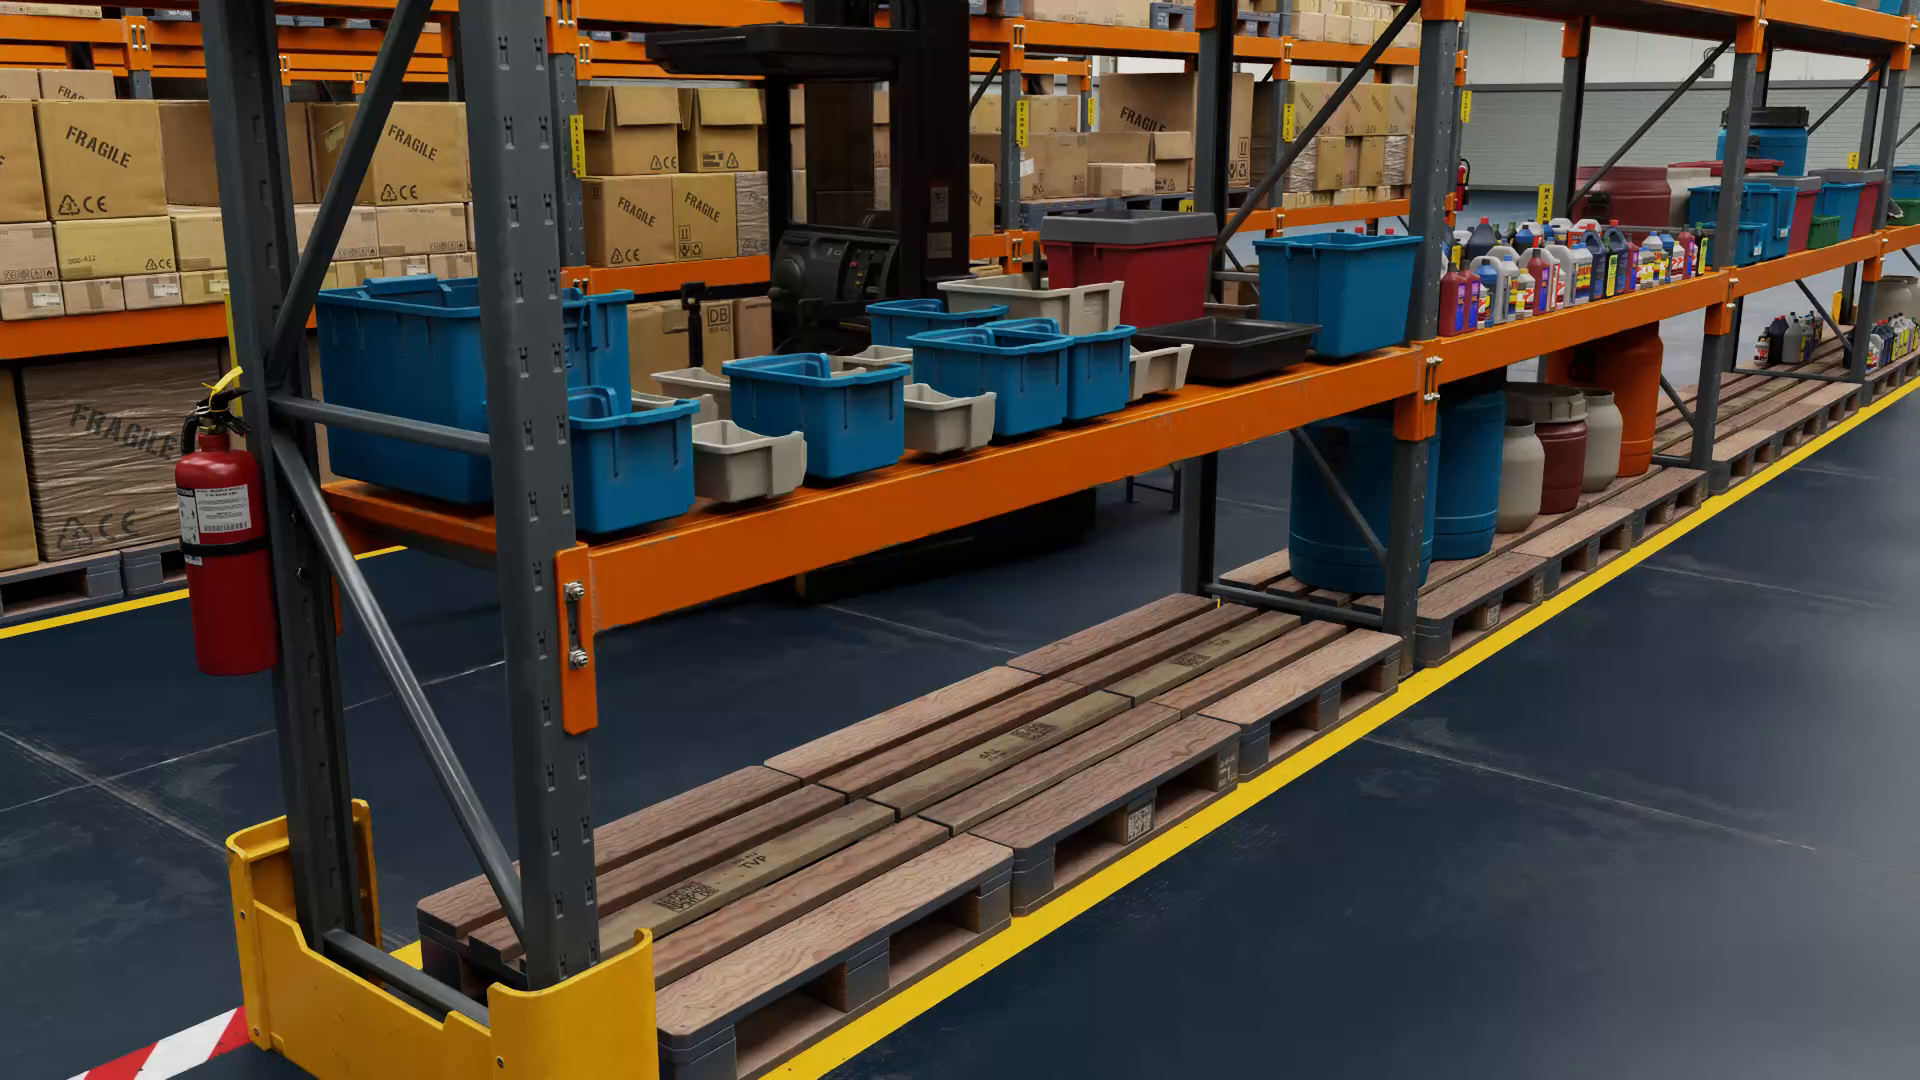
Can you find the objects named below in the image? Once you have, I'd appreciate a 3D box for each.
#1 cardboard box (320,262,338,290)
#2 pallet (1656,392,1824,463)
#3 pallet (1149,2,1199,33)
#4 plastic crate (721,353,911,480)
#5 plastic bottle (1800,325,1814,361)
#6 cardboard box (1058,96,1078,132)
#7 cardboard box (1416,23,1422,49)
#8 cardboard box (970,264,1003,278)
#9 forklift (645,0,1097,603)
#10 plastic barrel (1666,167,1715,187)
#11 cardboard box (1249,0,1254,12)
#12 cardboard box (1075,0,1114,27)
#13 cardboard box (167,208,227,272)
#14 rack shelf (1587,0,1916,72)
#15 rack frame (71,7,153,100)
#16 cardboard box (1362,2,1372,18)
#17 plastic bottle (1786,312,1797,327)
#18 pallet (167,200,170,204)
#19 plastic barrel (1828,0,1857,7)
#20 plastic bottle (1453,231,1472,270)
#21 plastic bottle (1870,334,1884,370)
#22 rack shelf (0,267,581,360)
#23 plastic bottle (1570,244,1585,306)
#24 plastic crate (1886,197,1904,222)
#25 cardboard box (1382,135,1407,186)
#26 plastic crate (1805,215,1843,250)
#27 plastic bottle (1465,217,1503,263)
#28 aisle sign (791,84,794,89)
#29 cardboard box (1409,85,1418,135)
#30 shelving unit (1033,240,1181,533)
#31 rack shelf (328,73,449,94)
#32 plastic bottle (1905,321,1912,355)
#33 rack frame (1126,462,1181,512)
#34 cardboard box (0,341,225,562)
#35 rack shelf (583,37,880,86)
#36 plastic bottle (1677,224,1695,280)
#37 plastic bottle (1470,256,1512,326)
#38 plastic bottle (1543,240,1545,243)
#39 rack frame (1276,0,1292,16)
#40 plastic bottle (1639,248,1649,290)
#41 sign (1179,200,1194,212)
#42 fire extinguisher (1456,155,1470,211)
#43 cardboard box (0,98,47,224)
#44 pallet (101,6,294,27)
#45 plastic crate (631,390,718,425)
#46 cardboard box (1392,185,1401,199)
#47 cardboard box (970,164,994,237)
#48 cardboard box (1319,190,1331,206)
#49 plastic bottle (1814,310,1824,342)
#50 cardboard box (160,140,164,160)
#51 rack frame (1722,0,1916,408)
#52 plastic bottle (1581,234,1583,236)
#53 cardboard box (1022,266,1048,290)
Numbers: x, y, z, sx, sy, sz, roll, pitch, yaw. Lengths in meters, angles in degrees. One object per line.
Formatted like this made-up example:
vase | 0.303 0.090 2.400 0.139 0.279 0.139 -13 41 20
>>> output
cardboard box | -3.243 -1.279 8.075 0.380 0.149 0.250 11 18 37
pallet | 5.152 -0.779 11.260 1.003 0.211 1.213 11 18 38
pallet | 1.409 -4.350 13.943 1.213 0.211 1.003 11 18 38
plastic crate | -0.336 -0.294 3.905 0.416 0.233 0.300 11 18 38
plastic bottle | 6.814 -1.601 13.472 0.152 0.276 0.135 11 18 38
cardboard box | 0.985 -5.372 21.179 0.875 0.550 0.550 11 18 38
cardboard box | 4.626 -5.207 17.242 0.500 0.250 0.500 11 18 38
cardboard box | -0.435 -1.567 12.161 1.225 0.875 0.875 10 17 35
forklift | -0.758 -1.282 7.718 3.031 2.935 1.130 -11 18 -38
plastic barrel | 4.613 -2.120 10.651 0.421 0.512 0.421 0 14 0
cardboard box | 2.509 -4.969 15.495 0.380 0.149 0.250 12 19 39
cardboard box | 0.831 -4.052 12.693 0.500 0.250 0.500 12 18 39
cardboard box | -3.537 -1.408 7.776 0.500 0.250 0.500 11 18 36
rack shelf | 5.124 -3.244 10.668 1.077 0.370 4.000 11 18 38
rack frame | -6.293 -2.543 12.540 1.000 3.000 0.127 11 18 38
cardboard box | 3.763 -5.132 16.137 0.380 0.149 0.250 11 18 36
plastic bottle | 6.886 -1.717 13.778 0.144 0.351 0.185 11 18 37
pallet | -5.700 -2.574 13.052 1.003 0.211 1.213 11 18 38
plastic barrel | 5.409 -3.837 10.524 0.600 0.901 0.708 11 18 38
plastic bottle | 2.472 -1.397 8.282 0.152 0.276 0.135 11 18 38
plastic bottle | 7.105 -1.474 12.971 0.152 0.276 0.135 12 19 40
rack shelf | -3.756 -1.024 8.024 1.077 0.370 4.000 11 18 38
plastic bottle | 2.763 -1.196 7.502 0.097 0.271 0.097 0 14 0
plastic crate | 6.809 -2.572 12.781 0.767 0.338 0.504 11 18 38
cardboard box | 4.107 -3.942 17.242 0.875 0.500 0.500 11 18 38
plastic crate | 5.506 -2.042 10.998 0.450 0.188 0.662 11 18 38
plastic bottle | 2.572 -1.405 8.163 0.144 0.351 0.185 11 18 38
aisle sign | -2.400 -6.815 24.076 0.394 0.787 0.004 11 18 38
cardboard box | 4.580 -4.491 17.371 0.500 0.500 0.500 11 18 38
shelving unit | 0.803 -0.862 8.971 0.755 1.500 0.431 -11 18 -38
rack shelf | -7.785 -7.077 25.758 1.077 0.370 4.000 11 18 38
plastic bottle | 7.815 -1.691 13.824 0.152 0.276 0.135 11 18 36
rack frame | 1.086 -0.919 9.196 0.023 1.500 0.400 -11 18 -38
cardboard box | -4.101 -0.473 7.855 0.875 0.875 0.875 11 18 38
rack shelf | -2.522 -4.797 16.783 1.077 0.370 4.000 11 18 38
plastic bottle | 3.800 -1.511 8.717 0.061 0.283 0.133 11 18 38
plastic bottle | 2.171 -1.029 6.834 0.152 0.276 0.135 11 18 38
plastic bottle | 3.189 -1.590 9.192 0.097 0.201 0.097 0 14 0
rack frame | 2.529 -6.196 14.735 1.000 3.000 0.127 11 18 38
plastic bottle | 3.346 -1.340 8.211 0.097 0.201 0.097 0 14 0
sign | 0.927 -1.209 6.728 0.100 0.325 0.005 11 18 38
fire extinguisher | 5.473 -3.967 18.304 0.296 0.674 0.183 11 18 38
cardboard box | -4.187 -1.571 6.891 0.500 0.500 0.500 11 18 36
pallet | -5.822 -4.007 12.595 1.213 0.211 1.003 11 18 38
plastic crate | -0.789 -0.309 4.160 0.396 0.136 0.243 11 18 38
cardboard box | 4.391 -3.655 17.429 0.380 0.149 0.250 11 18 38
cardboard box | -0.102 -2.438 11.923 0.500 0.500 0.500 12 19 39
cardboard box | 3.351 -3.308 16.064 0.380 0.149 0.250 11 18 38
plastic bottle | 7.514 -1.879 14.577 0.097 0.271 0.097 0 14 0
cardboard box | -6.193 -3.020 12.868 0.380 0.149 0.250 12 19 40
rack frame | 6.381 -2.522 12.457 1.000 3.000 0.127 11 18 38
plastic bottle | 2.998 -1.323 7.977 0.061 0.283 0.133 11 18 38
cardboard box | 0.413 -2.020 13.143 0.500 0.250 0.500 12 19 40
